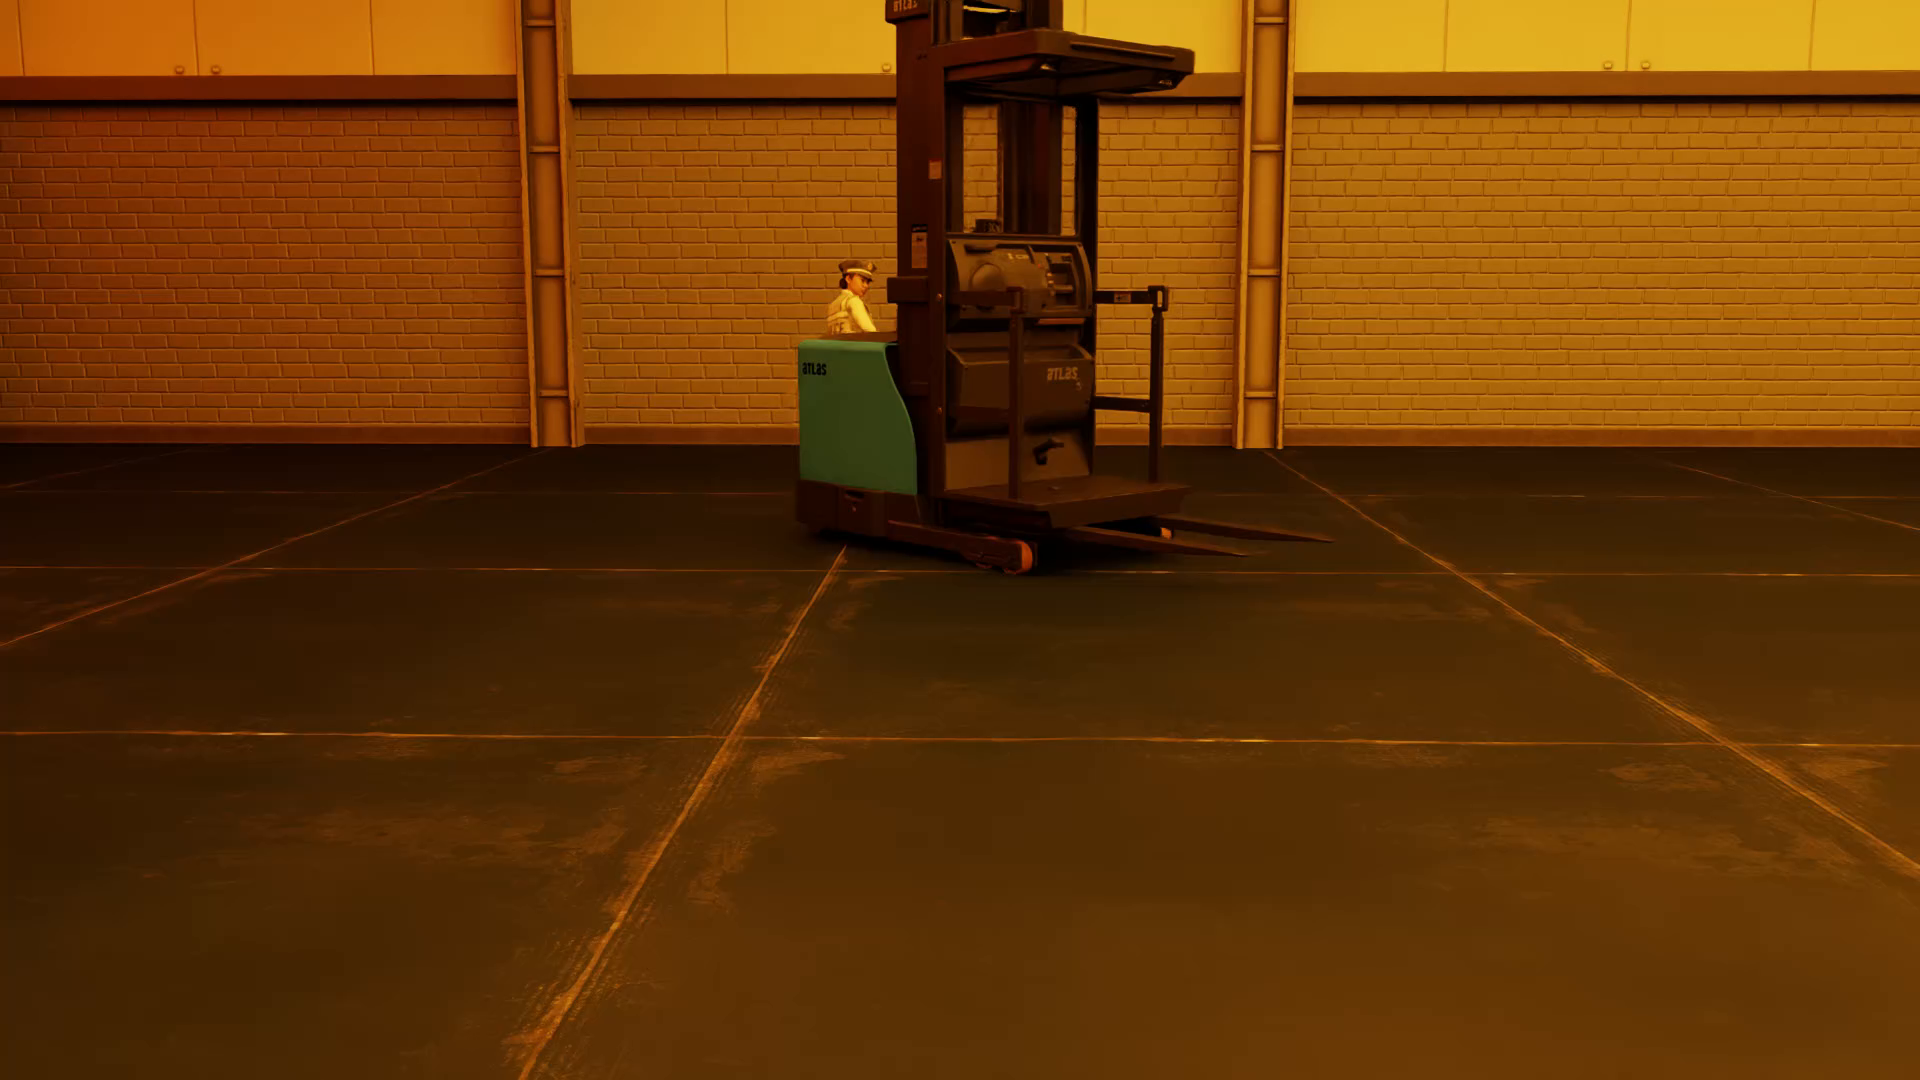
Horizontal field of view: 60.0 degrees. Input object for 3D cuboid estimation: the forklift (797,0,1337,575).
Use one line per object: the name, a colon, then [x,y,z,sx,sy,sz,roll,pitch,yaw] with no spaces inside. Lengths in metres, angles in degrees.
forklift: [0.455,-1.367,8.245,1.130,2.935,3.031,-8,12,-41]

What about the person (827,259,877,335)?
person: [-0.640,-1.184,11.680,0.814,1.552,0.802,8,12,42]
